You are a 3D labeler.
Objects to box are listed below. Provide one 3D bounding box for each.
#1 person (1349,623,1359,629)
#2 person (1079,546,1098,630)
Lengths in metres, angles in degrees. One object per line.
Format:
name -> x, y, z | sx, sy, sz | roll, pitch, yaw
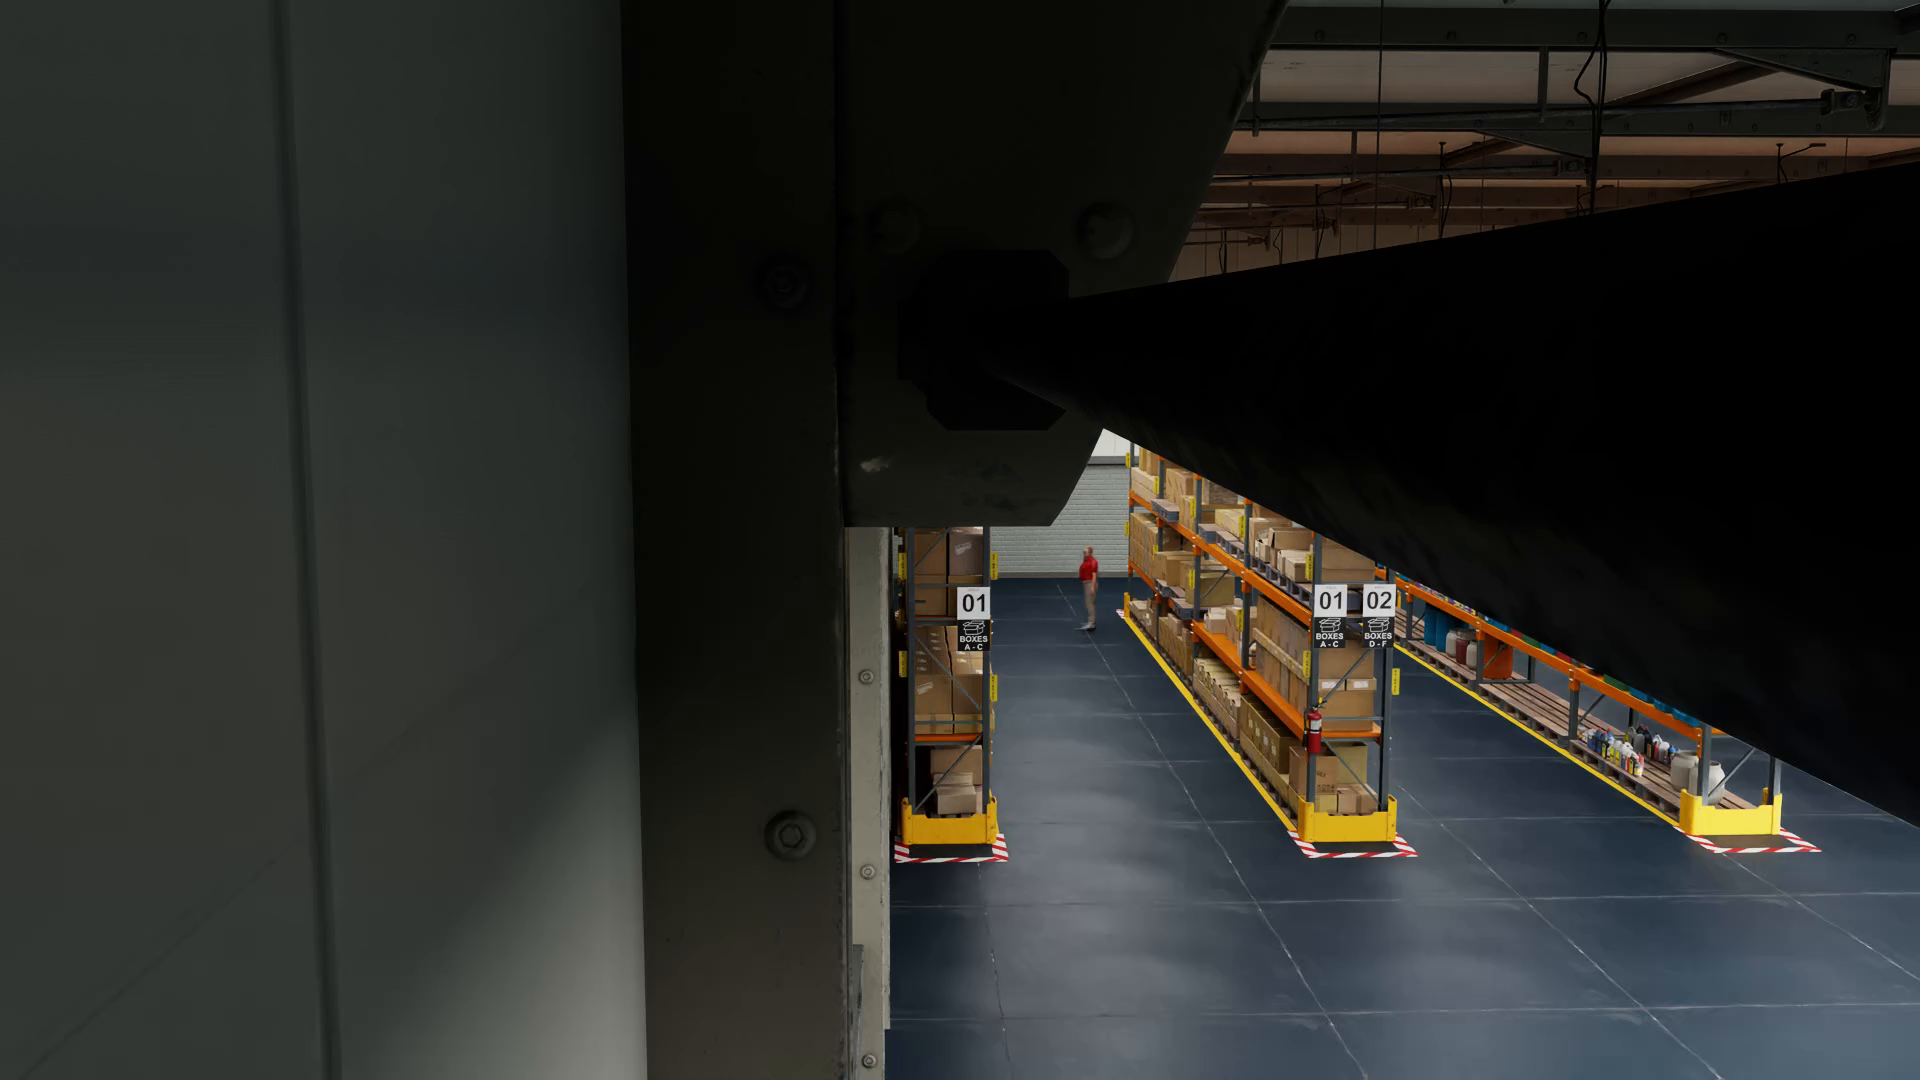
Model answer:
person -> 6.544, 1.904, 28.386 | 0.550, 1.586, 0.925 | -2, 7, -13
person -> 2.674, 0.994, 34.951 | 0.397, 1.731, 0.620 | -2, 8, -16
